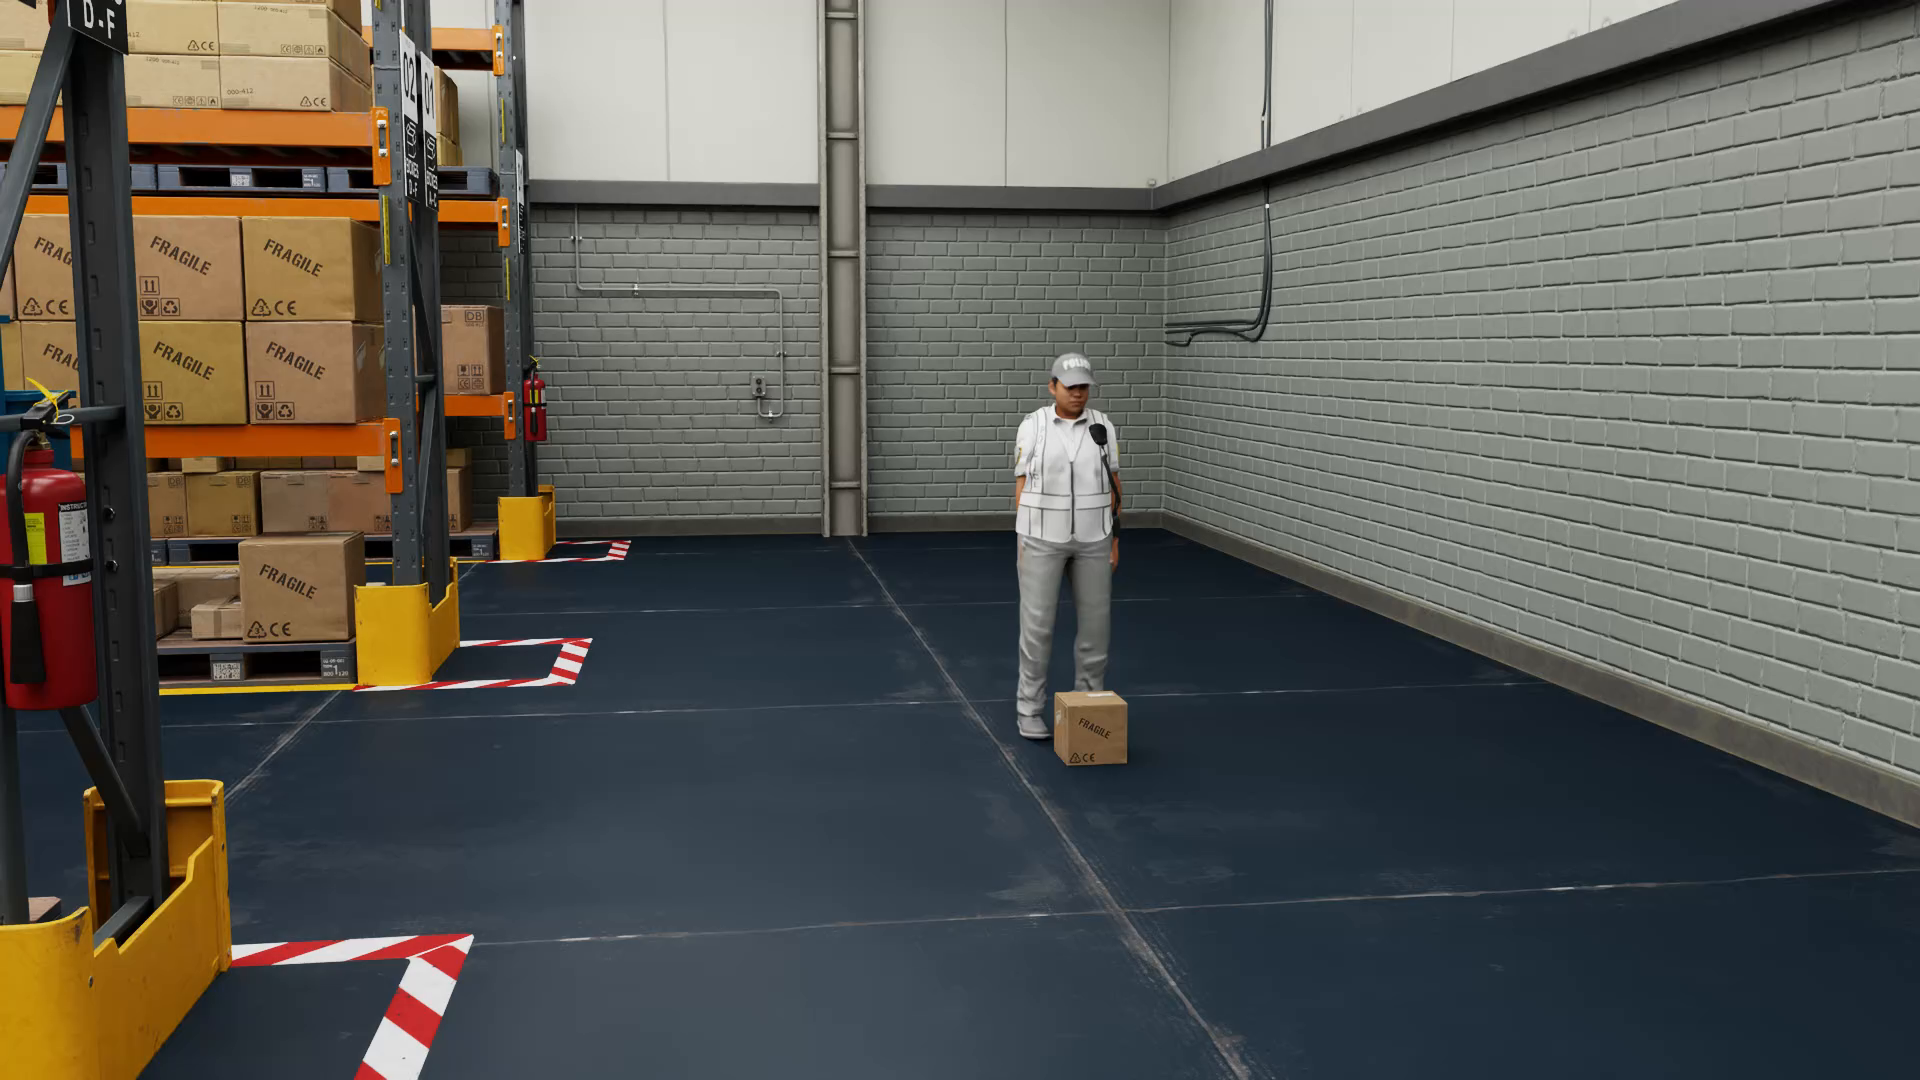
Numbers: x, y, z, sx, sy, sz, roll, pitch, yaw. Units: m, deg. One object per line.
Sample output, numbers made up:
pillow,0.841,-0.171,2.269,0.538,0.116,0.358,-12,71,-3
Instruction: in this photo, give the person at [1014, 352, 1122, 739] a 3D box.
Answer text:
person,0.474,0.023,7.191,0.469,1.663,0.390,-1,7,-7
